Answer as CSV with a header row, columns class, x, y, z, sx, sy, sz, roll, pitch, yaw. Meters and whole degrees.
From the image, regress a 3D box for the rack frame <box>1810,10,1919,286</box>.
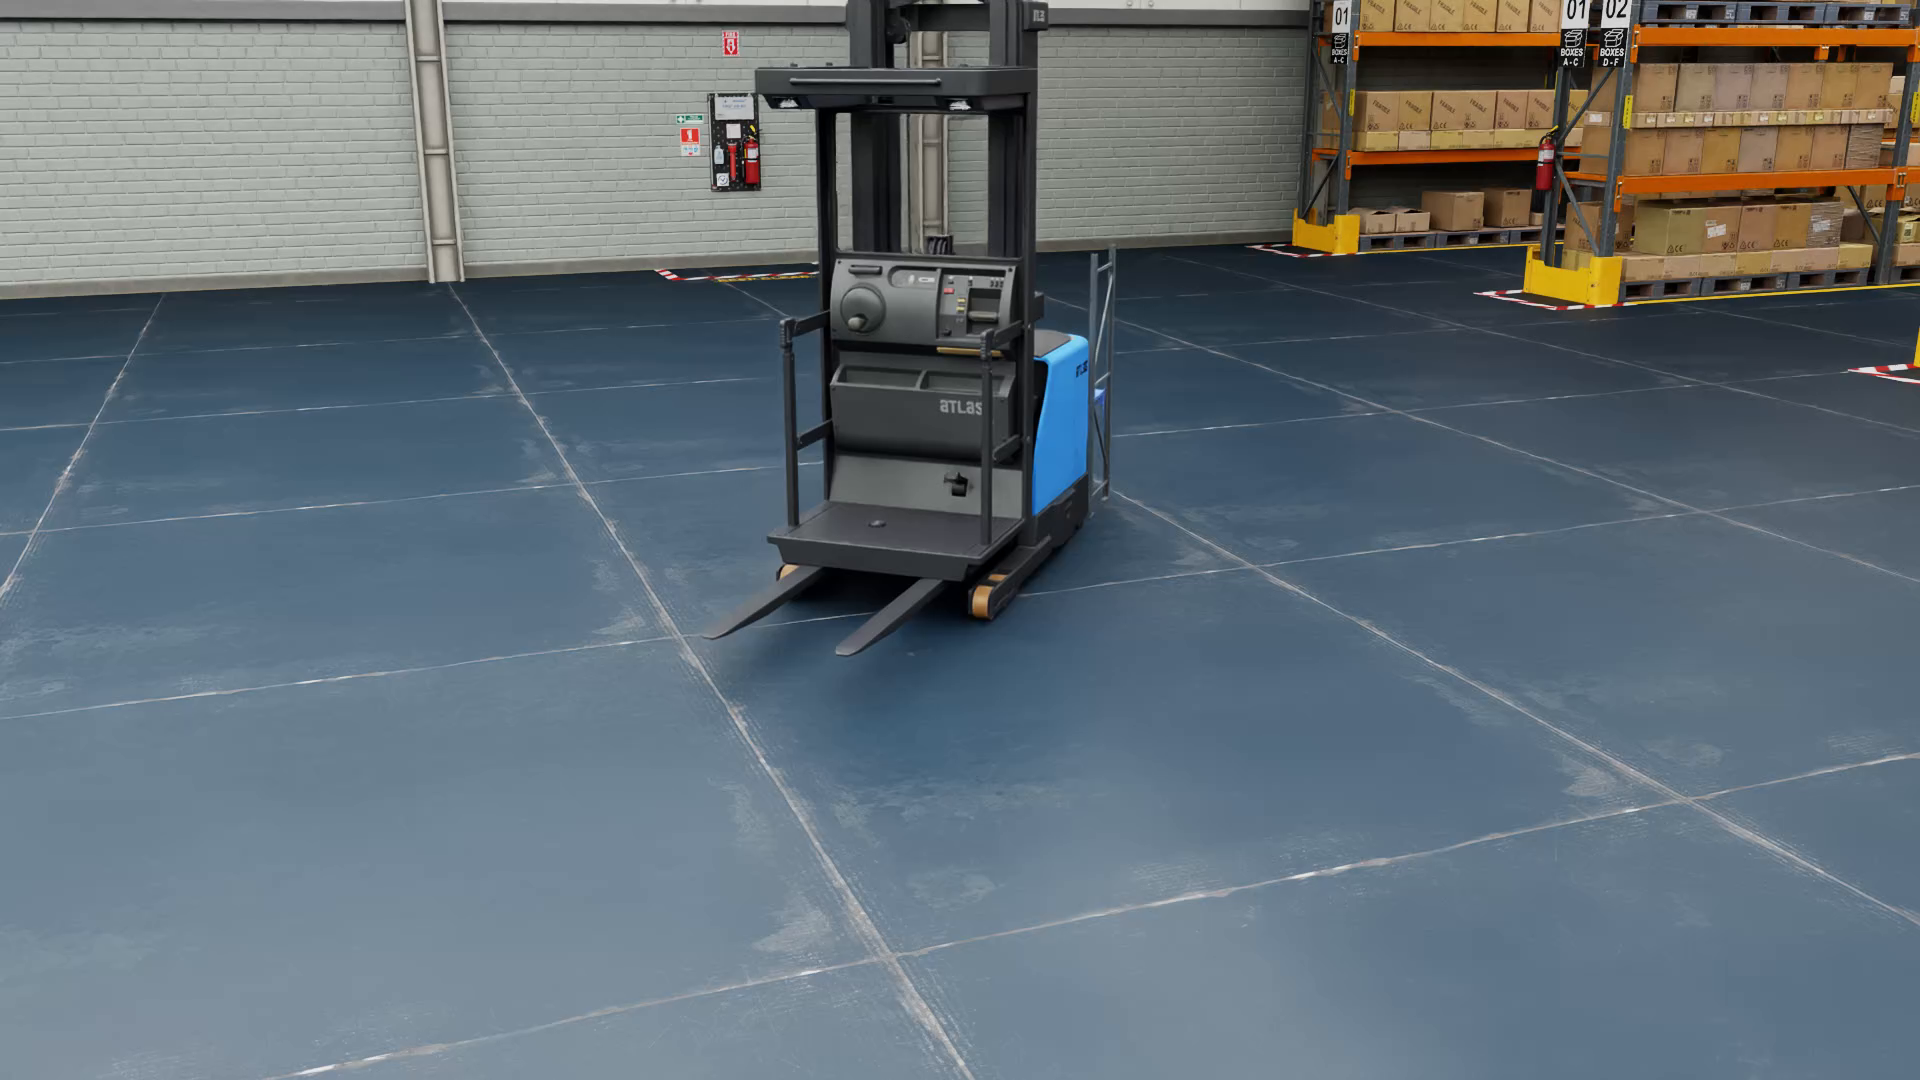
class,x,y,z,sx,sy,sz,roll,pitch,yaw
rack frame,10.378,-4.480,19.030,0.127,3.000,1.000,-6,17,-20

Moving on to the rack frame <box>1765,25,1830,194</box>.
class,x,y,z,sx,sy,sz,roll,pitch,yaw
rack frame,12.337,-6.186,24.841,0.127,3.000,1.000,-6,17,-20

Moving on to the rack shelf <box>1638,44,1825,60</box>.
class,x,y,z,sx,sy,sz,roll,pitch,yaw
rack shelf,10.470,-7.079,23.833,4.000,0.370,1.077,-6,17,-20

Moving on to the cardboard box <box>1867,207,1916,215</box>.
class,x,y,z,sx,sy,sz,roll,pitch,yaw
cardboard box,11.137,-3.802,19.860,0.500,0.311,0.500,-6,17,-19

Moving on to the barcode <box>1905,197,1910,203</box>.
class,x,y,z,sx,sy,sz,roll,pitch,yaw
barcode,10.766,-3.869,18.900,0.075,0.075,0.001,-6,17,-20

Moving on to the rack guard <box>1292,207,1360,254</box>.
class,x,y,z,sx,sy,sz,roll,pitch,yaw
rack guard,4.938,-4.188,22.472,0.348,0.500,1.175,-6,17,-20

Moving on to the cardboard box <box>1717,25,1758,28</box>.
class,x,y,z,sx,sy,sz,roll,pitch,yaw
cardboard box,11.094,-7.578,24.039,0.637,0.503,0.797,-4,17,-12

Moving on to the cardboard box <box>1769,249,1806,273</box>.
class,x,y,z,sx,sy,sz,roll,pitch,yaw
cardboard box,9.091,-3.156,18.656,0.500,0.250,0.500,-6,17,-20

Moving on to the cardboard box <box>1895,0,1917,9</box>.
class,x,y,z,sx,sy,sz,roll,pitch,yaw
cardboard box,10.957,-6.108,18.773,0.500,0.250,0.500,-4,17,-14

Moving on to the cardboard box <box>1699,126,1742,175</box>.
class,x,y,z,sx,sy,sz,roll,pitch,yaw
cardboard box,8.038,-4.271,18.142,0.500,0.500,0.700,-6,17,-20

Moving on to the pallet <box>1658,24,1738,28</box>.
class,x,y,z,sx,sy,sz,roll,pitch,yaw
pallet,10.184,-7.272,23.547,1.003,0.211,1.213,-6,17,-20

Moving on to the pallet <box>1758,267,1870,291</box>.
class,x,y,z,sx,sy,sz,roll,pitch,yaw
pallet,9.621,-3.073,19.188,1.213,0.211,1.003,-6,17,-20

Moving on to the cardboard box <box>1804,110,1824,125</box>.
class,x,y,z,sx,sy,sz,roll,pitch,yaw
cardboard box,9.250,-4.653,18.292,0.250,0.149,0.380,-6,17,-20

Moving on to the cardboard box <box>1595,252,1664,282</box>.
class,x,y,z,sx,sy,sz,roll,pitch,yaw
cardboard box,7.223,-2.954,17.970,0.500,0.250,0.500,-6,17,-20

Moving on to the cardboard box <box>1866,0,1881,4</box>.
class,x,y,z,sx,sy,sz,roll,pitch,yaw
cardboard box,13.246,-8.016,24.789,0.500,0.500,0.700,-7,18,-23

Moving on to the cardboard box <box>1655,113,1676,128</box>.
class,x,y,z,sx,sy,sz,roll,pitch,yaw
cardboard box,7.332,-4.446,17.587,0.250,0.149,0.380,-7,18,-22

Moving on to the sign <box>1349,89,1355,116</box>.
class,x,y,z,sx,sy,sz,roll,pitch,yaw
sign,5.061,-5.652,21.486,0.005,0.325,0.100,-6,17,-20

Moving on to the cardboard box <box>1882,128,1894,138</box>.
class,x,y,z,sx,sy,sz,roll,pitch,yaw
cardboard box,13.919,-6.185,25.246,0.250,0.149,0.380,-6,17,-19

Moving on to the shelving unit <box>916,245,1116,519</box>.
class,x,y,z,sx,sy,sz,roll,pitch,yaw
shelving unit,0.323,-0.954,9.686,1.048,1.500,0.538,5,17,17

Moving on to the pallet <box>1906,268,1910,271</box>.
class,x,y,z,sx,sy,sz,roll,pitch,yaw
pallet,12.193,-3.351,20.134,1.213,0.211,1.003,-6,17,-20

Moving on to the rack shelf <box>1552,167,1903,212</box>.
class,x,y,z,sx,sy,sz,roll,pitch,yaw
rack shelf,8.511,-3.933,18.445,4.000,0.370,1.077,-6,17,-20

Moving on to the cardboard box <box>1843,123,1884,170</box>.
class,x,y,z,sx,sy,sz,roll,pitch,yaw
cardboard box,9.966,-4.482,18.858,0.500,0.500,0.700,-7,18,-22

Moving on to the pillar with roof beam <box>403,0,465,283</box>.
class,x,y,z,sx,sy,sz,roll,pitch,yaw
pillar with roof beam,-4.454,-6.214,14.287,0.400,9.000,9.100,-6,17,-20

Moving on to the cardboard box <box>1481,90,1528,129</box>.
class,x,y,z,sx,sy,sz,roll,pitch,yaw
cardboard box,7.333,-5.852,22.601,0.500,0.500,0.500,-7,18,-22

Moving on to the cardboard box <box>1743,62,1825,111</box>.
class,x,y,z,sx,sy,sz,roll,pitch,yaw
cardboard box,9.027,-5.002,18.330,0.500,0.500,0.700,-6,17,-20

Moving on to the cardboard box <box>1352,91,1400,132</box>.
class,x,y,z,sx,sy,sz,roll,pitch,yaw
cardboard box,5.420,-5.646,21.901,0.500,0.500,0.500,-6,17,-20

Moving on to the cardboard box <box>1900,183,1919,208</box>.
class,x,y,z,sx,sy,sz,roll,pitch,yaw
cardboard box,14.683,-5.569,25.810,0.750,0.750,0.750,-6,17,-18

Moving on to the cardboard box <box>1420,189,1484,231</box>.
class,x,y,z,sx,sy,sz,roll,pitch,yaw
cardboard box,6.781,-4.556,22.944,0.500,0.500,0.700,-7,18,-24

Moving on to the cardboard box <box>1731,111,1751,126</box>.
class,x,y,z,sx,sy,sz,roll,pitch,yaw
cardboard box,8.288,-4.549,17.937,0.250,0.149,0.380,-6,18,-21

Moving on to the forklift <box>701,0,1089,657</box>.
class,x,y,z,sx,sy,sz,roll,pitch,yaw
forklift,-0.255,-1.159,7.842,1.130,2.935,3.031,6,17,19

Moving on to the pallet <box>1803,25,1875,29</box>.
class,x,y,z,sx,sy,sz,roll,pitch,yaw
pallet,12.920,-7.614,24.713,1.003,0.211,1.213,-5,17,-18

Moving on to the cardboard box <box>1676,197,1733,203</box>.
class,x,y,z,sx,sy,sz,roll,pitch,yaw
cardboard box,8.433,-3.606,18.857,0.500,0.500,0.500,-6,17,-20

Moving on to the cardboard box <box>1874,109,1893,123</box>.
class,x,y,z,sx,sy,sz,roll,pitch,yaw
cardboard box,10.201,-4.755,18.640,0.250,0.149,0.380,-6,17,-20

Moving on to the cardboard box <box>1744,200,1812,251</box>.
class,x,y,z,sx,sy,sz,roll,pitch,yaw
cardboard box,9.087,-3.519,18.562,0.500,0.500,0.500,-6,17,-20

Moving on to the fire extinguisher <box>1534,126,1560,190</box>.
class,x,y,z,sx,sy,sz,roll,pitch,yaw
fire extinguisher,6.367,-4.150,18.044,0.183,0.674,0.296,-6,17,-20

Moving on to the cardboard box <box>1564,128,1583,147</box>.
class,x,y,z,sx,sy,sz,roll,pitch,yaw
cardboard box,8.268,-5.593,23.052,0.500,0.250,0.500,-6,17,-20

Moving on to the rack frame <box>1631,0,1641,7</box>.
class,x,y,z,sx,sy,sz,roll,pitch,yaw
rack frame,6.643,-6.955,16.812,0.127,3.000,1.000,-6,17,-20

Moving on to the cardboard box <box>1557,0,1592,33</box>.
class,x,y,z,sx,sy,sz,roll,pitch,yaw
cardboard box,8.217,-7.164,22.632,0.500,0.500,0.500,-6,17,-19

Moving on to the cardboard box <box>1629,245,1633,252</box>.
class,x,y,z,sx,sy,sz,roll,pitch,yaw
cardboard box,7.501,-3.144,18.617,0.500,0.250,0.500,-6,17,-20

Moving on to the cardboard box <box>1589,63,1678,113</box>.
class,x,y,z,sx,sy,sz,roll,pitch,yaw
cardboard box,7.133,-4.796,17.627,0.500,0.500,0.700,-6,17,-20

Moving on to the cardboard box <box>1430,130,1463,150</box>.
class,x,y,z,sx,sy,sz,roll,pitch,yaw
cardboard box,6.394,-5.389,22.356,0.500,0.250,0.500,-6,18,-21

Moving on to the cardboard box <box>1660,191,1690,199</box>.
class,x,y,z,sx,sy,sz,roll,pitch,yaw
cardboard box,10.239,-4.979,24.387,0.500,0.500,0.700,-6,17,-19

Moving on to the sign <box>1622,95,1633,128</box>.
class,x,y,z,sx,sy,sz,roll,pitch,yaw
sign,6.836,-4.383,17.025,0.005,0.325,0.100,-6,17,-20

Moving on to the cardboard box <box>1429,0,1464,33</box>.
class,x,y,z,sx,sy,sz,roll,pitch,yaw
cardboard box,6.266,-6.943,21.880,0.500,0.500,0.500,-5,17,-18
